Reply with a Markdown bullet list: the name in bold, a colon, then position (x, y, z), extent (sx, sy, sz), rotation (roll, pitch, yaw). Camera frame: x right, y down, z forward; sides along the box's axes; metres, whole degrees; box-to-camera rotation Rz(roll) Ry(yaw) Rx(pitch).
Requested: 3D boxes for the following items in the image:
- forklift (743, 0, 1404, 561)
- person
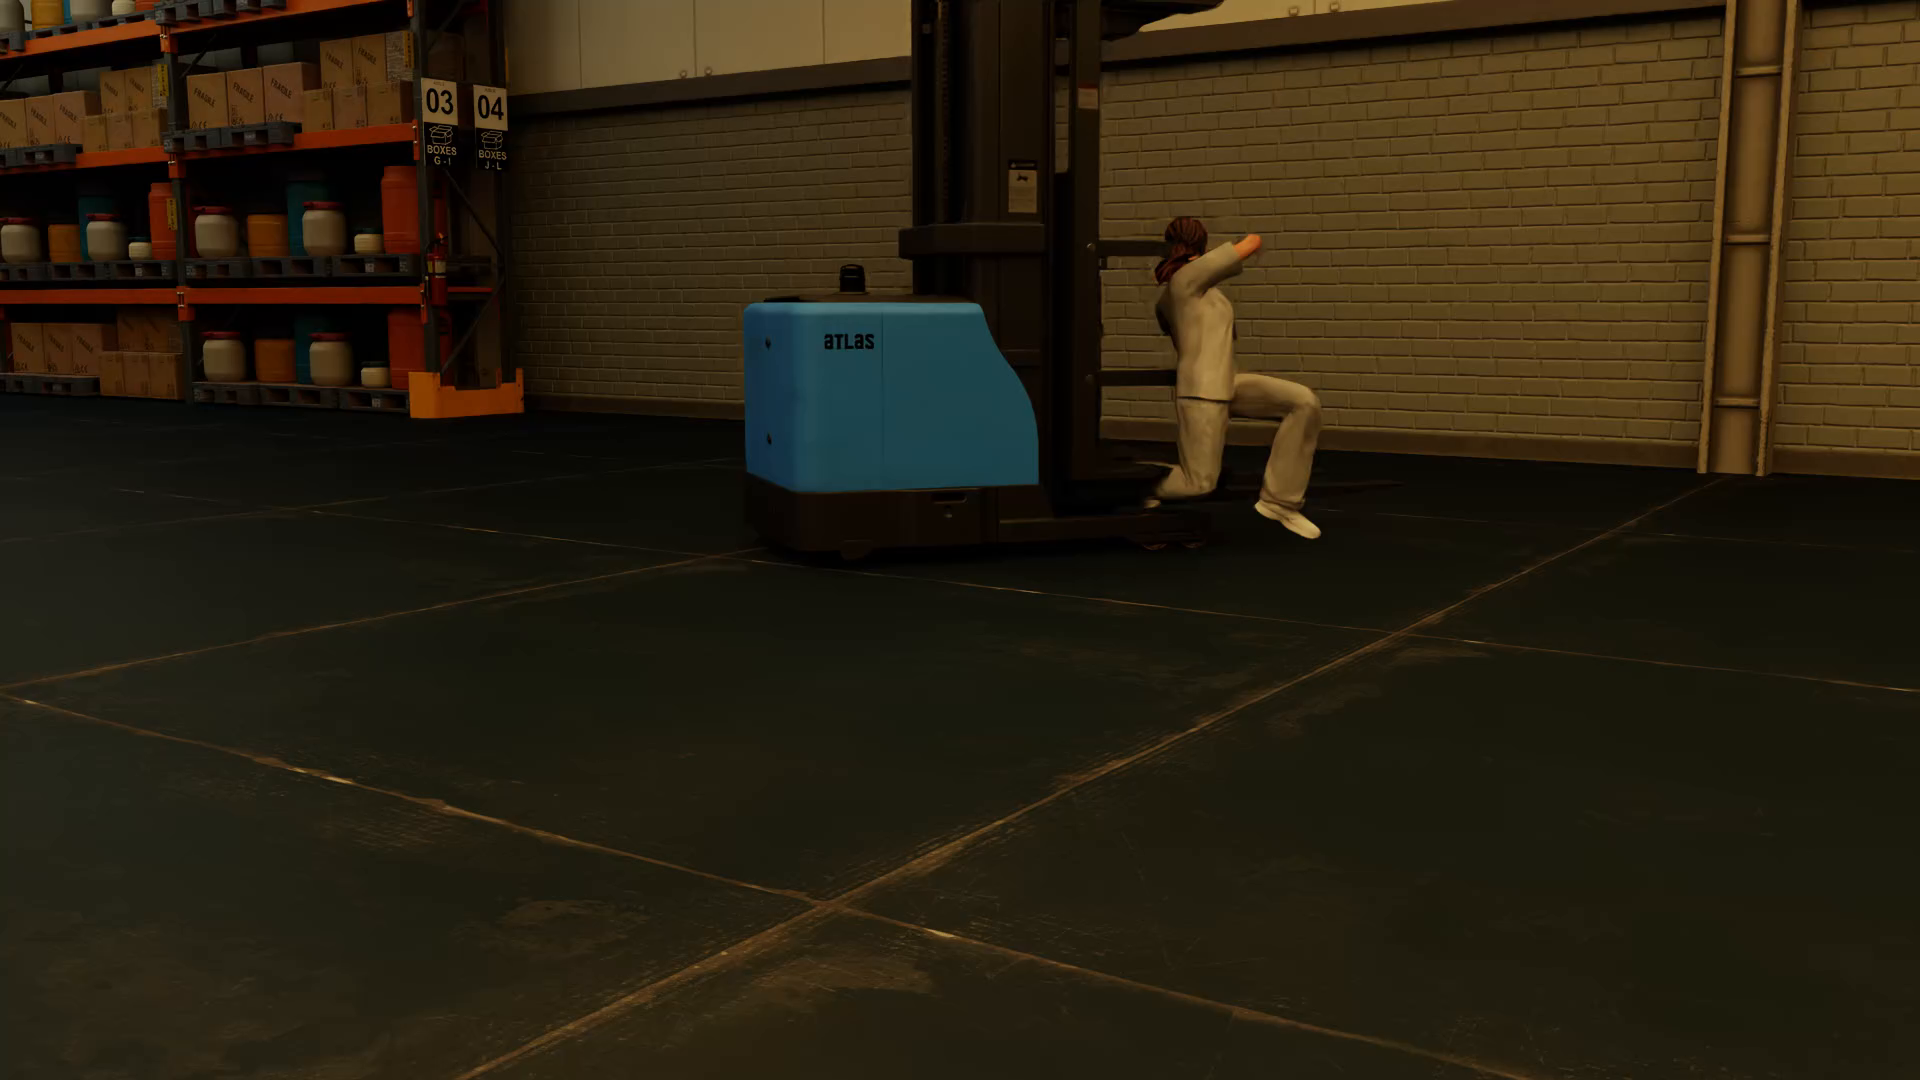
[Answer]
- **forklift**: position (0.583, -1.471, 7.534), extent (3.031, 2.935, 1.130), rotation (-3, 9, -20)
- **person**: position (1.197, -0.738, 7.414), extent (0.942, 1.370, 0.884), rotation (4, 9, 24)
